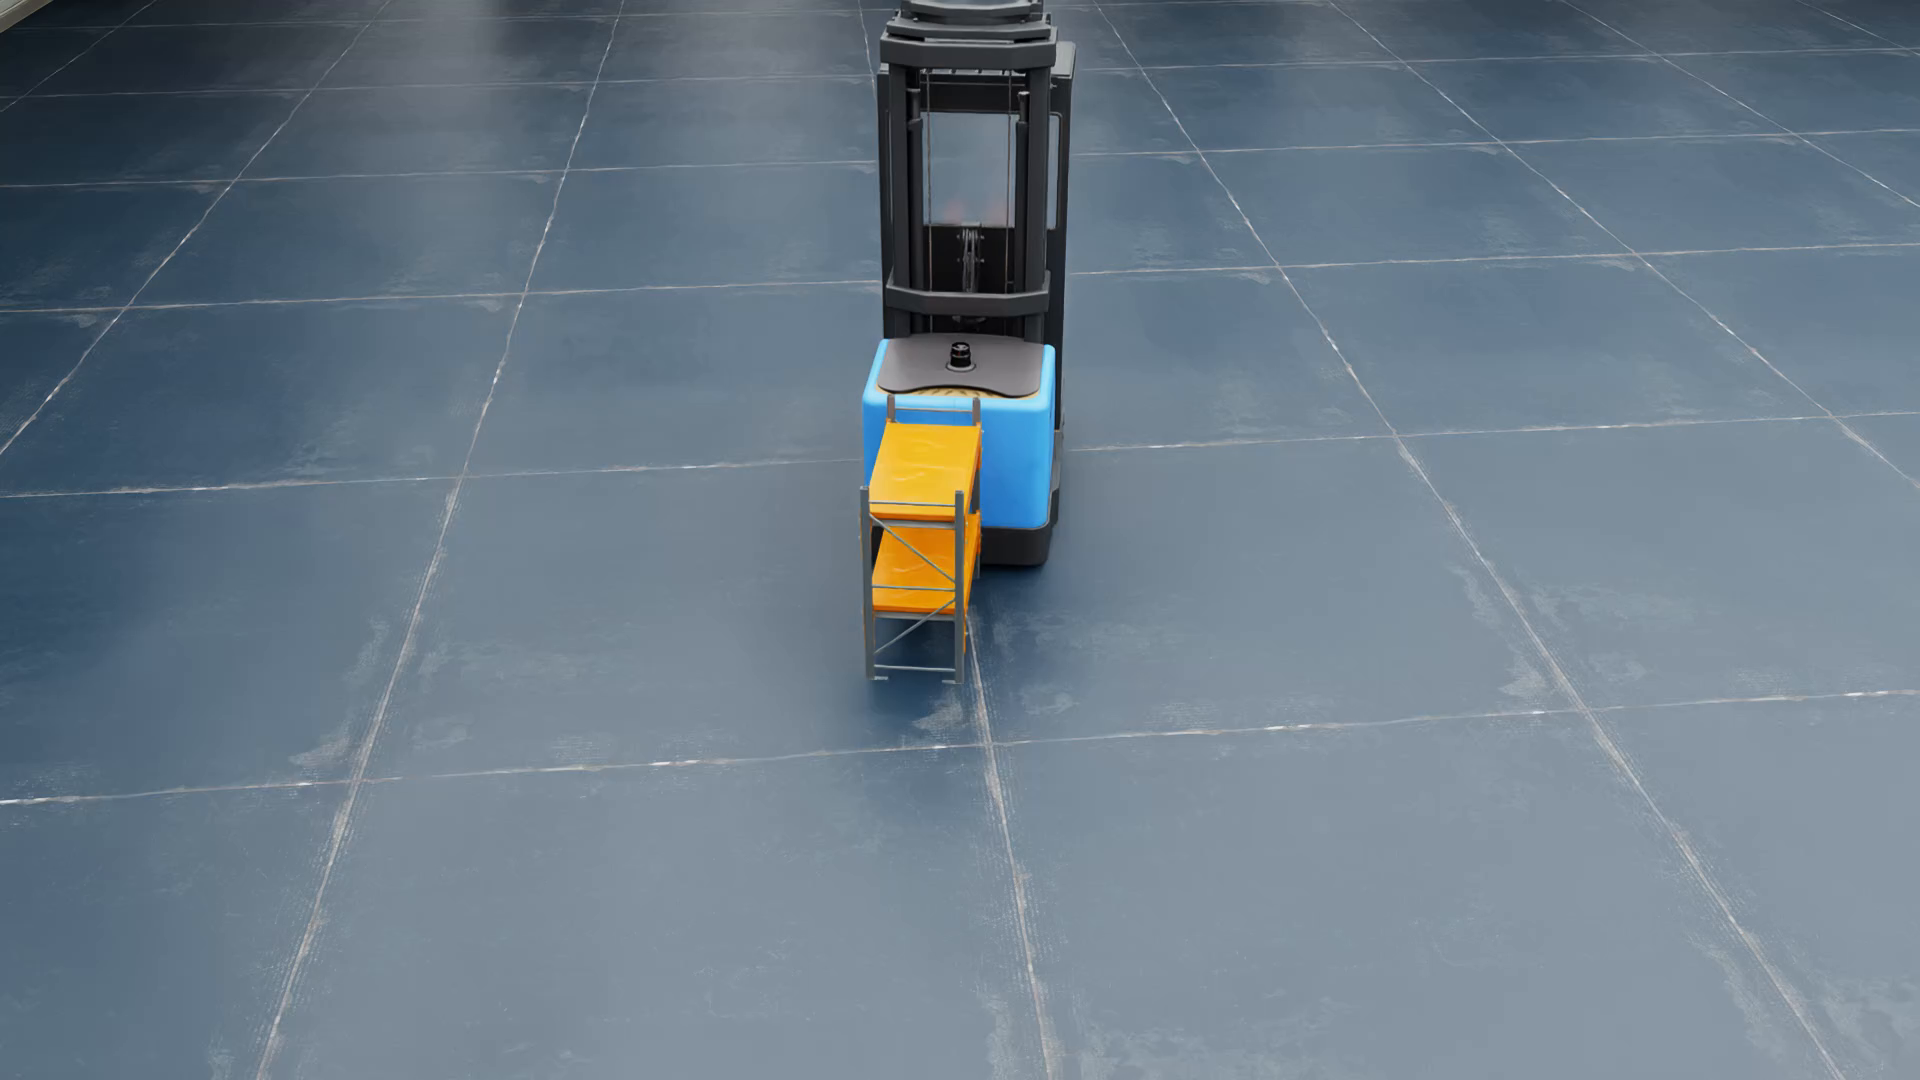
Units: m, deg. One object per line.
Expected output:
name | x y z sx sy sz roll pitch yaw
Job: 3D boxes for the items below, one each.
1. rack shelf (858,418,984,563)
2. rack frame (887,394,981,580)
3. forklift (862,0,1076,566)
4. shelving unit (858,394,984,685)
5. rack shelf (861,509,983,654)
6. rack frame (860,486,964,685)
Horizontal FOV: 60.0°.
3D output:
rack shelf | -0.186 -0.270 8.534 0.538 0.278 1.000 3 31 4
rack frame | -0.140 -0.278 9.118 0.500 1.125 0.032 3 31 4
forklift | 0.102 -1.844 9.979 1.130 2.935 3.031 3 31 4
shelving unit | -0.186 -0.018 8.684 0.538 1.125 1.048 3 31 4
rack shelf | -0.186 0.192 8.809 0.538 0.278 1.000 3 31 4
rack frame | -0.231 0.241 8.249 0.500 1.125 0.032 3 31 4
